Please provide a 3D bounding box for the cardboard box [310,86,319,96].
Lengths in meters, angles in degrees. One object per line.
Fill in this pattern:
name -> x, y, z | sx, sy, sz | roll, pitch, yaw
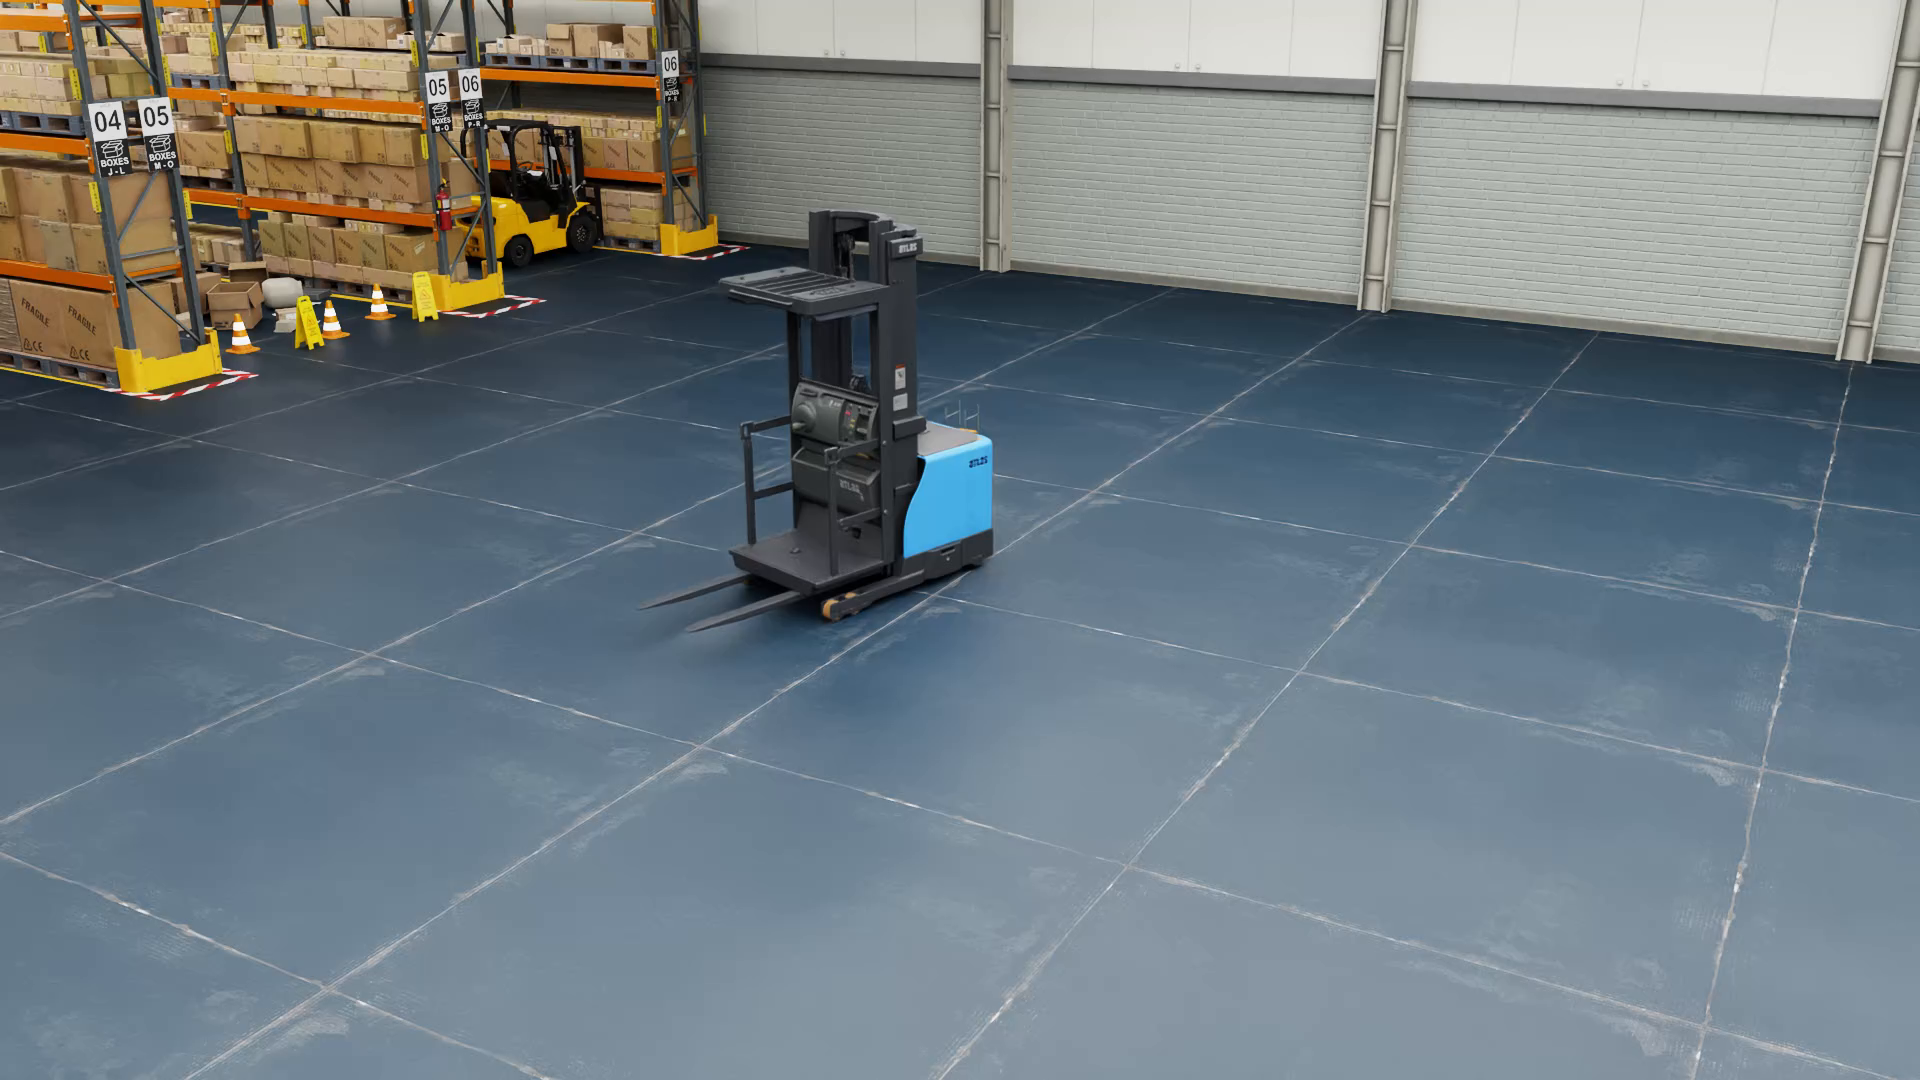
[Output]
cardboard box -> -8.925, -6.349, 23.440 | 0.250, 0.149, 0.380 | 11, 23, 28

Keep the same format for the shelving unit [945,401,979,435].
shelving unit -> 0.020, -0.564, 14.159 | 0.189, 1.200, 0.258 | 11, 23, 28

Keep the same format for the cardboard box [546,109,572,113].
cardboard box -> -6.896, -7.329, 28.637 | 0.250, 0.149, 0.380 | 10, 22, 26

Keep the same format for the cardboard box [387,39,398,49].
cardboard box -> -9.789, -8.675, 29.088 | 0.250, 0.149, 0.380 | 10, 22, 27

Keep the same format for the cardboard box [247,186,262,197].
cardboard box -> -10.307, -5.173, 24.597 | 0.250, 0.149, 0.380 | 11, 23, 27

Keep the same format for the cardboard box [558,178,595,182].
cardboard box -> -6.599, -6.100, 28.734 | 0.500, 0.250, 0.500 | 11, 23, 28

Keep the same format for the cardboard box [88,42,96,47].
cardboard box -> -17.028, -9.799, 32.950 | 0.250, 0.149, 0.380 | 11, 23, 27

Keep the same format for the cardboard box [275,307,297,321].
cardboard box -> -9.062, -3.050, 22.556 | 0.380, 0.149, 0.250 | -11, 23, -29

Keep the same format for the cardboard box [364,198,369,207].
cardboard box -> -8.247, -4.831, 23.652 | 0.250, 0.149, 0.380 | 11, 23, 28

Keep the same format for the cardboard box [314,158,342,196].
cardboard box -> -8.845, -5.228, 23.796 | 0.500, 0.500, 0.500 | 11, 23, 28

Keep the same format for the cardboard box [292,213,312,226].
cardboard box -> -9.512, -4.700, 24.287 | 0.250, 0.149, 0.380 | 12, 23, 29

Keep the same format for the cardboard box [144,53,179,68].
cardboard box -> -11.890, -7.201, 25.023 | 0.500, 0.250, 0.500 | 11, 23, 28

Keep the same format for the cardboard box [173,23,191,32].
cardboard box -> -14.677, -9.721, 31.536 | 0.250, 0.149, 0.380 | 11, 23, 28

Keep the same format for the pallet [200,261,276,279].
pallet -> -11.106, -4.257, 25.793 | 1.213, 0.211, 1.003 | 11, 23, 27

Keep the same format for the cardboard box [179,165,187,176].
cardboard box -> -11.697, -5.645, 25.280 | 0.250, 0.149, 0.380 | 11, 23, 28

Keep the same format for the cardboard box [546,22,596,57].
cardboard box -> -6.358, -8.265, 27.439 | 0.637, 0.503, 0.797 | 12, 23, 29

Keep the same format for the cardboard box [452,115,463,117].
cardboard box -> -8.836, -7.354, 29.142 | 0.250, 0.149, 0.380 | 11, 23, 27

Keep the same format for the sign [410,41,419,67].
sign -> -7.221, -6.439, 22.019 | 0.005, 0.325, 0.100 | 11, 23, 27

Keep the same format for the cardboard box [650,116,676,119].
cardboard box -> -4.906, -6.926, 27.527 | 0.250, 0.149, 0.380 | 12, 23, 29

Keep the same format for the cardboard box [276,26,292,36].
cardboard box -> -12.379, -9.323, 30.468 | 0.250, 0.149, 0.380 | 10, 22, 26

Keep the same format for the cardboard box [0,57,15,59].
cardboard box -> -10.828, -5.362, 18.785 | 0.250, 0.149, 0.380 | 10, 22, 27

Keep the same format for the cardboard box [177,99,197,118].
cardboard box -> -14.679, -8.345, 32.210 | 0.500, 0.500, 0.700 | 11, 23, 29

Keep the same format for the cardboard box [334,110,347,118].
cardboard box -> -11.132, -7.750, 30.234 | 0.250, 0.149, 0.380 | 11, 23, 28

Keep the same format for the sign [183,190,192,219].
sign -> -8.983, -3.892, 19.310 | 0.005, 0.325, 0.100 | 11, 23, 27

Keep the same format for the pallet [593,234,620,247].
pallet -> -6.265, -5.260, 28.555 | 1.213, 0.211, 1.003 | 11, 23, 27

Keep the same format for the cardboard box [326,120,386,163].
cardboard box -> -8.419, -5.592, 23.332 | 0.500, 0.500, 0.700 | 10, 22, 27

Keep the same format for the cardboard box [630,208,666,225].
cardboard box -> -5.093, -5.380, 27.481 | 0.500, 0.250, 0.500 | 10, 22, 27

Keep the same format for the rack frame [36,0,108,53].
rack frame -> -13.917, -8.925, 25.772 | 0.127, 3.000, 1.000 | 11, 23, 27

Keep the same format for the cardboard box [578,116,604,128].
cardboard box -> -6.094, -6.923, 27.519 | 0.250, 0.149, 0.380 | 11, 23, 28

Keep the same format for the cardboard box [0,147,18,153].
cardboard box -> -15.370, -6.437, 27.199 | 0.500, 0.250, 0.500 | 10, 22, 26

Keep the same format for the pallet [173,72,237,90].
pallet -> -10.912, -6.896, 24.852 | 1.003, 0.211, 1.213 | 11, 23, 27

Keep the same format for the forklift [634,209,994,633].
forklift -> -1.117, -0.957, 12.705 | 1.130, 2.935, 3.031 | 19, 27, 41

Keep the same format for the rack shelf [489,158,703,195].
rack shelf -> -6.262, -6.247, 28.242 | 4.000, 0.370, 1.077 | 11, 23, 27

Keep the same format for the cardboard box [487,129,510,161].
cardboard box -> -7.748, -6.813, 28.602 | 0.500, 0.500, 0.500 | 10, 22, 26

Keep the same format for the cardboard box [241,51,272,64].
cardboard box -> -10.068, -6.922, 23.849 | 0.250, 0.149, 0.380 | 12, 23, 29

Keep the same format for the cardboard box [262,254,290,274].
cardboard box -> -10.042, -4.166, 24.866 | 0.500, 0.250, 0.500 | 10, 22, 25

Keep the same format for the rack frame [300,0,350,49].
rack frame -> -11.500, -10.403, 29.848 | 0.127, 3.000, 1.000 | 11, 23, 27

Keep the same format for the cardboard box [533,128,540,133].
cardboard box -> -6.982, -6.953, 28.038 | 0.250, 0.149, 0.380 | 11, 22, 27

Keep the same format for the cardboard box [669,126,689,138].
cardboard box -> -4.685, -6.738, 27.444 | 0.250, 0.149, 0.380 | 10, 22, 26

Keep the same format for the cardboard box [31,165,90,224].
cardboard box -> -10.089, -3.999, 19.187 | 0.550, 0.550, 0.875 | 11, 23, 27

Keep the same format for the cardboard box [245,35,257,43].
cardboard box -> -13.037, -9.319, 30.893 | 0.250, 0.149, 0.380 | 12, 23, 29

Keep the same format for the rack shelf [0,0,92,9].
rack shelf -> -15.663, -8.731, 26.880 | 4.000, 0.370, 1.077 | 11, 23, 27

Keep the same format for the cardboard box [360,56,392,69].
cardboard box -> -8.007, -6.558, 22.846 | 0.250, 0.149, 0.380 | 11, 23, 28

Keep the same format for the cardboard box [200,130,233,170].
cardboard box -> -10.940, -5.832, 24.845 | 0.500, 0.500, 0.500 | 10, 22, 26

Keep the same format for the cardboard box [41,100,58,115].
cardboard box -> -9.934, -4.817, 18.452 | 0.250, 0.149, 0.380 | 11, 23, 28

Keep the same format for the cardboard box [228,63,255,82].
cardboard box -> -10.175, -6.764, 23.998 | 0.500, 0.250, 0.500 | 10, 22, 26

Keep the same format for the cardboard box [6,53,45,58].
cardboard box -> -10.950, -5.642, 19.557 | 0.250, 0.149, 0.380 | 11, 23, 28

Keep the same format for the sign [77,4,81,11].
sign -> -18.196, -10.901, 34.322 | 0.005, 0.325, 0.100 | 11, 23, 27

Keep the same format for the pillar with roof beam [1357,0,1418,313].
pillar with roof beam -> 3.693, -6.180, 18.204 | 0.400, 9.000, 9.100 | 11, 23, 27

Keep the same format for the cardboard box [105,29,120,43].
cardboard box -> -16.436, -9.905, 32.657 | 0.500, 0.250, 0.500 | 11, 23, 28

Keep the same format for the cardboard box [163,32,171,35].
cardboard box -> -14.925, -9.616, 31.684 | 0.250, 0.149, 0.380 | 11, 23, 28

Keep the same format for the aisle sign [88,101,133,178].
aisle sign -> -9.343, -4.405, 18.297 | 0.004, 0.787, 0.394 | 11, 23, 27

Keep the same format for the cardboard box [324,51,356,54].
cardboard box -> -8.876, -6.923, 23.851 | 0.250, 0.149, 0.380 | 11, 23, 28

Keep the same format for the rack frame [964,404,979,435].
rack frame -> 0.099, -0.549, 14.115 | 0.006, 1.200, 0.240 | 11, 23, 28

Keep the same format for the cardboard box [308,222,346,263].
cardboard box -> -9.117, -4.346, 24.264 | 0.500, 0.500, 0.500 | 12, 23, 30
